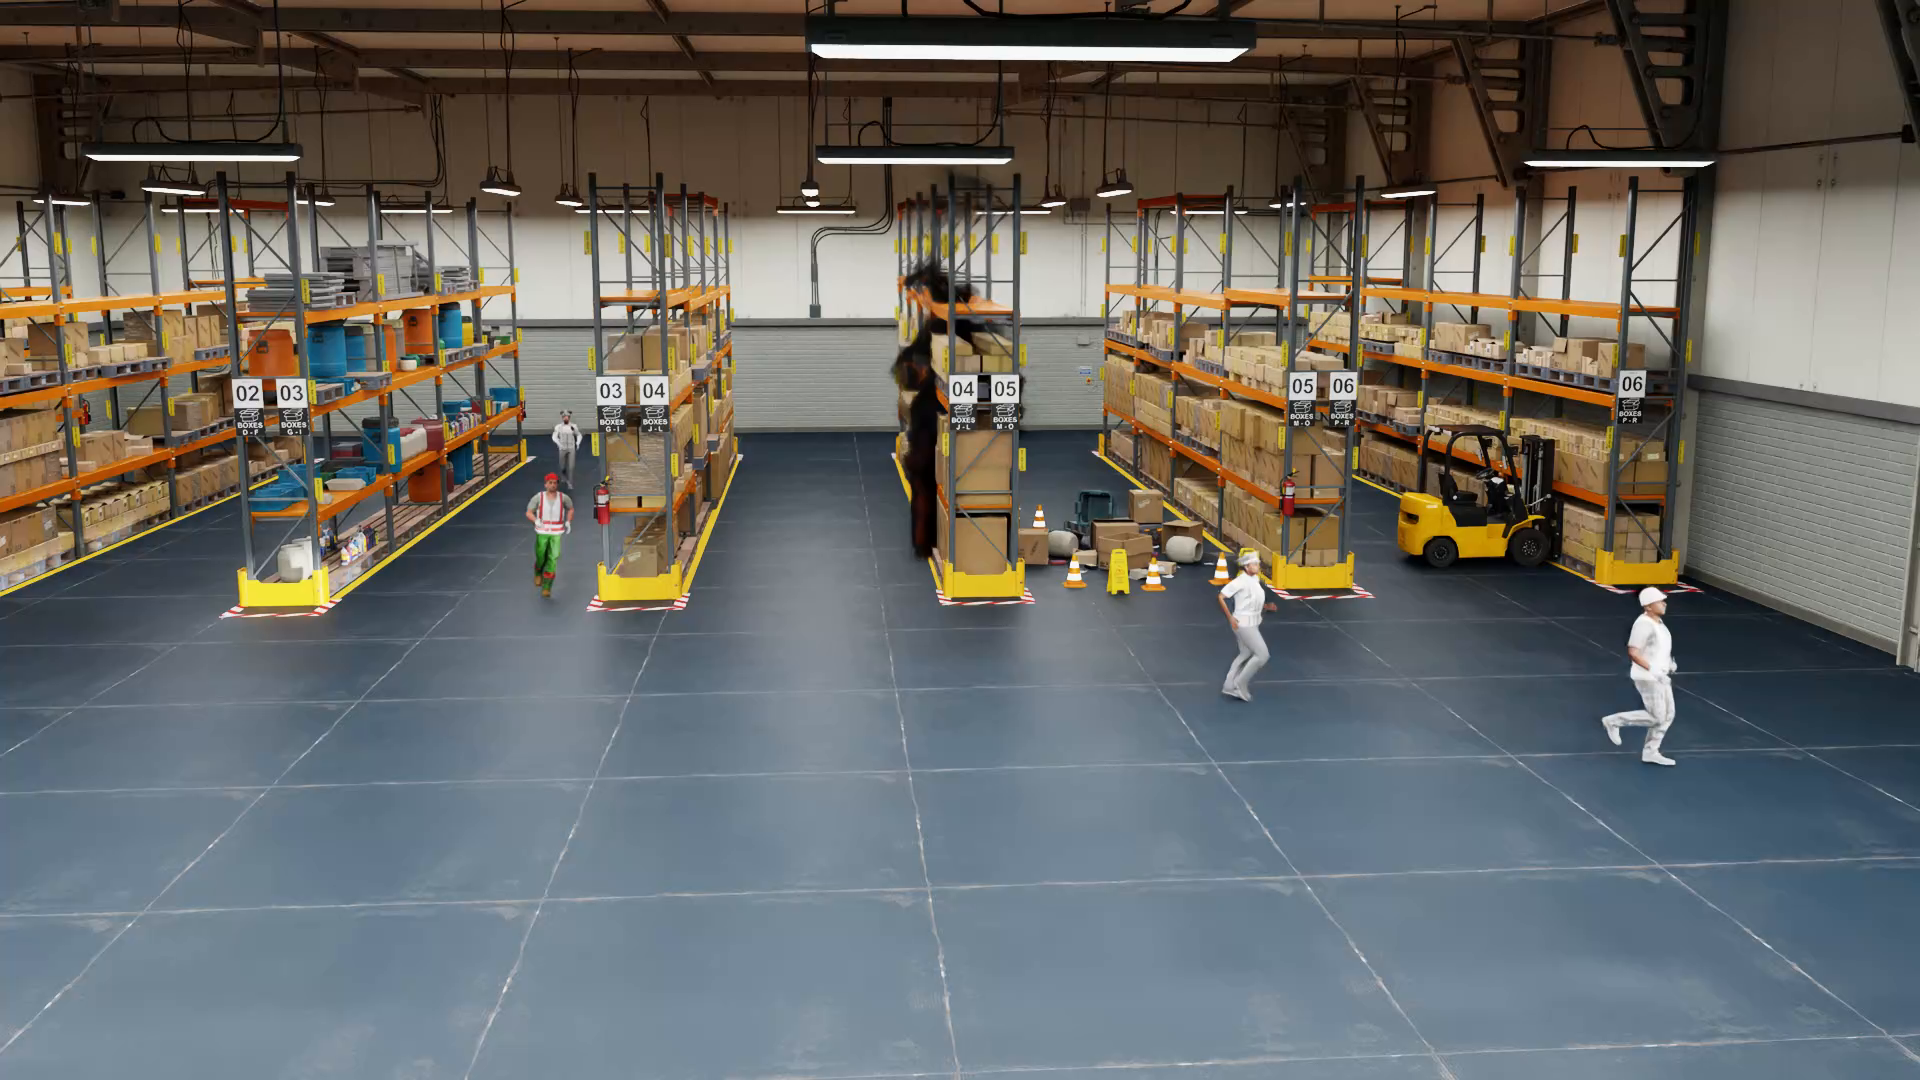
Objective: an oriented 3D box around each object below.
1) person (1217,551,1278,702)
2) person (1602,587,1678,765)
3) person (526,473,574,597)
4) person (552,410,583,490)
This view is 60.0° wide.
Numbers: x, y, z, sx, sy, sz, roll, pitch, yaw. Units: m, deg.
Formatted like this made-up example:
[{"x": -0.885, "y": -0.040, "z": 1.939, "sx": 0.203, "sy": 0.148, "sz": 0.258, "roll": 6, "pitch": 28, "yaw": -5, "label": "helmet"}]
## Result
[{"x": 3.218, "y": 0.954, "z": 18.434, "sx": 0.628, "sy": 1.680, "sz": 0.561, "roll": 6, "pitch": 12, "yaw": 30, "label": "person"}, {"x": 6.696, "y": 1.317, "z": 16.264, "sx": 0.689, "sy": 1.743, "sz": 0.683, "roll": 7, "pitch": 12, "yaw": 33, "label": "person"}, {"x": -5.922, "y": -0.094, "z": 24.104, "sx": 0.693, "sy": 1.763, "sz": 0.854, "roll": -3, "pitch": 11, "yaw": -18, "label": "person"}, {"x": -8.183, "y": -1.899, "z": 34.704, "sx": 0.620, "sy": 1.645, "sz": 0.663, "roll": -3, "pitch": 10, "yaw": -15, "label": "person"}]
